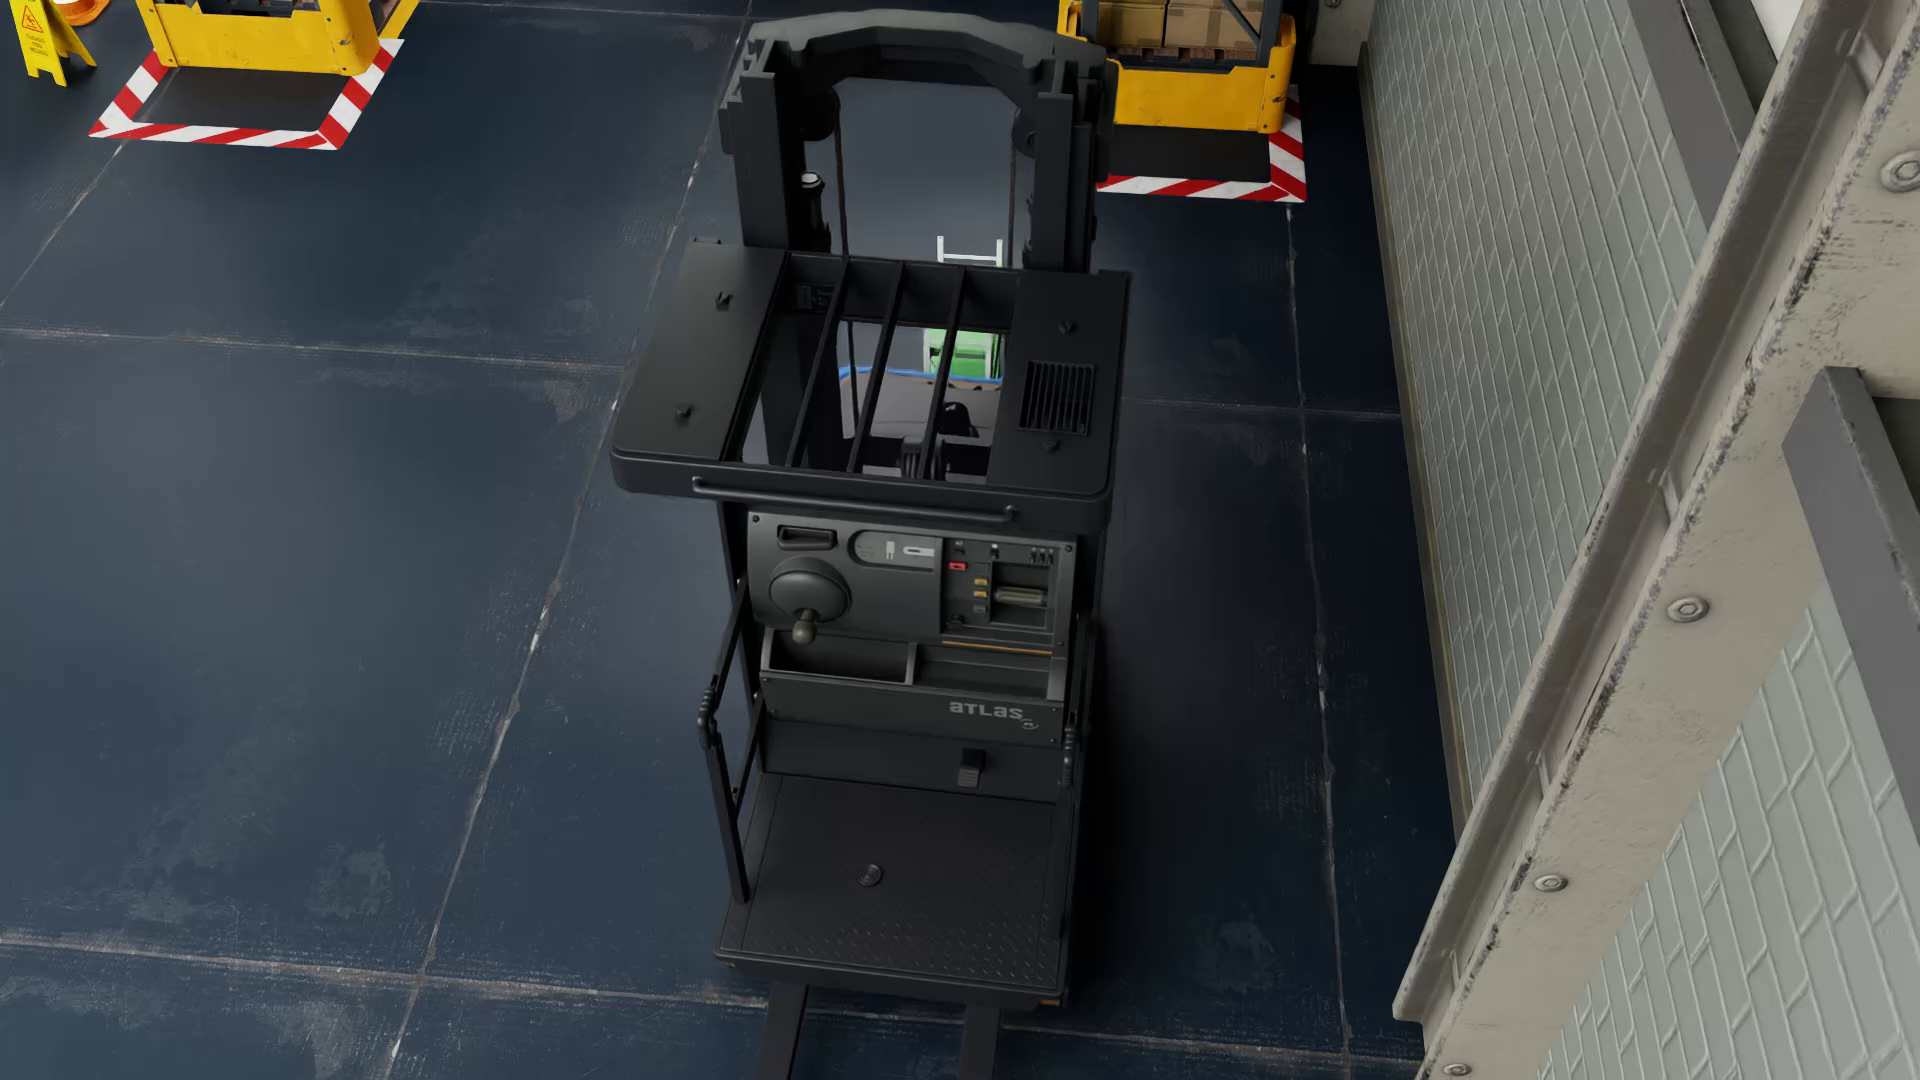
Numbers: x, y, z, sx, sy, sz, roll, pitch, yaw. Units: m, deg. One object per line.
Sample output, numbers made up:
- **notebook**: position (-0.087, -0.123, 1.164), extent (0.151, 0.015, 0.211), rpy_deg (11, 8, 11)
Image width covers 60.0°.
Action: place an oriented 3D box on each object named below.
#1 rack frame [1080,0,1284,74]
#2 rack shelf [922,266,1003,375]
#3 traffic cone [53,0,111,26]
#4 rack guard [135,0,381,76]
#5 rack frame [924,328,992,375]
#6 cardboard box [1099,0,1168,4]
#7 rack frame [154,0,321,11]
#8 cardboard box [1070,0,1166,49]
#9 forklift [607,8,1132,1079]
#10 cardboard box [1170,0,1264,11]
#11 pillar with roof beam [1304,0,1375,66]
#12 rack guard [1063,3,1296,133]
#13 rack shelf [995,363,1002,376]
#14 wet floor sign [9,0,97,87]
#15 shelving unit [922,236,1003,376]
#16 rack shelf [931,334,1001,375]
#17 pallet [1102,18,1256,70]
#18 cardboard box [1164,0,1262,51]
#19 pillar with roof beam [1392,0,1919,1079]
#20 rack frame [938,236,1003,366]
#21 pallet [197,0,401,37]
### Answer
- **rack frame**: position (1.120, -3.317, 7.751), extent (1.000, 3.000, 0.127), rpy_deg (4, 48, 4)
- **rack shelf**: position (0.015, -0.807, 6.111), extent (0.258, 0.148, 0.480), rpy_deg (4, 48, 4)
- **traffic cone**: position (-5.069, -3.195, 9.358), extent (0.336, 0.463, 0.334), rpy_deg (4, 48, 4)
- **rack guard**: position (-3.817, -2.860, 9.027), extent (1.175, 0.500, 0.348), rpy_deg (4, 48, 4)
- **rack frame**: position (-0.007, -0.347, 6.255), extent (0.240, 1.200, 0.015), rpy_deg (4, 48, 4)
- **cardboard box**: position (0.853, -3.078, 8.773), extent (0.500, 0.250, 0.500), rpy_deg (3, 48, 3)
- **rack frame**: position (-3.823, -3.648, 8.054), extent (1.000, 3.000, 0.127), rpy_deg (4, 48, 4)
- **cardboard box**: position (0.848, -2.897, 8.946), extent (0.500, 0.250, 0.500), rpy_deg (4, 48, 4)
- **forklift**: position (-0.165, 0.227, 4.557), extent (1.130, 2.935, 3.031), rpy_deg (5, 48, 5)
- **cardboard box**: position (1.370, -3.031, 8.730), extent (0.500, 0.250, 0.500), rpy_deg (5, 48, 4)
- **pillar with roof beam**: position (-2.206, -6.082, 6.215), extent (9.100, 9.000, 0.400), rpy_deg (4, 48, 4)
- **rack guard**: position (1.118, -2.456, 8.657), extent (1.175, 0.500, 0.348), rpy_deg (4, 48, 4)
- **rack shelf**: position (0.015, -0.483, 6.466), extent (0.258, 0.148, 0.480), rpy_deg (4, 48, 4)
- **wet floor sign**: position (-4.906, -2.786, 8.861), extent (0.267, 0.644, 0.232), rpy_deg (19, 50, 17)
- **shelving unit**: position (0.015, -0.527, 6.419), extent (0.258, 1.200, 0.503), rpy_deg (4, 48, 4)
- **rack shelf**: position (0.015, -0.645, 6.289), extent (0.258, 0.148, 0.480), rpy_deg (4, 48, 4)
- **pallet**: position (1.148, -2.941, 9.297), extent (1.003, 0.211, 1.213), rpy_deg (4, 48, 4)
- **cardboard box**: position (1.359, -2.879, 8.929), extent (0.500, 0.250, 0.500), rpy_deg (4, 48, 4)
- **pillar with roof beam**: position (-2.753, -1.673, 2.182), extent (9.100, 9.000, 0.400), rpy_deg (4, 48, 4)
- **rack frame**: position (0.037, -0.706, 6.583), extent (0.240, 1.200, 0.015), rpy_deg (4, 48, 4)
- **pallet**: position (-3.707, -3.358, 9.678), extent (1.003, 0.211, 1.213), rpy_deg (4, 48, 4)
